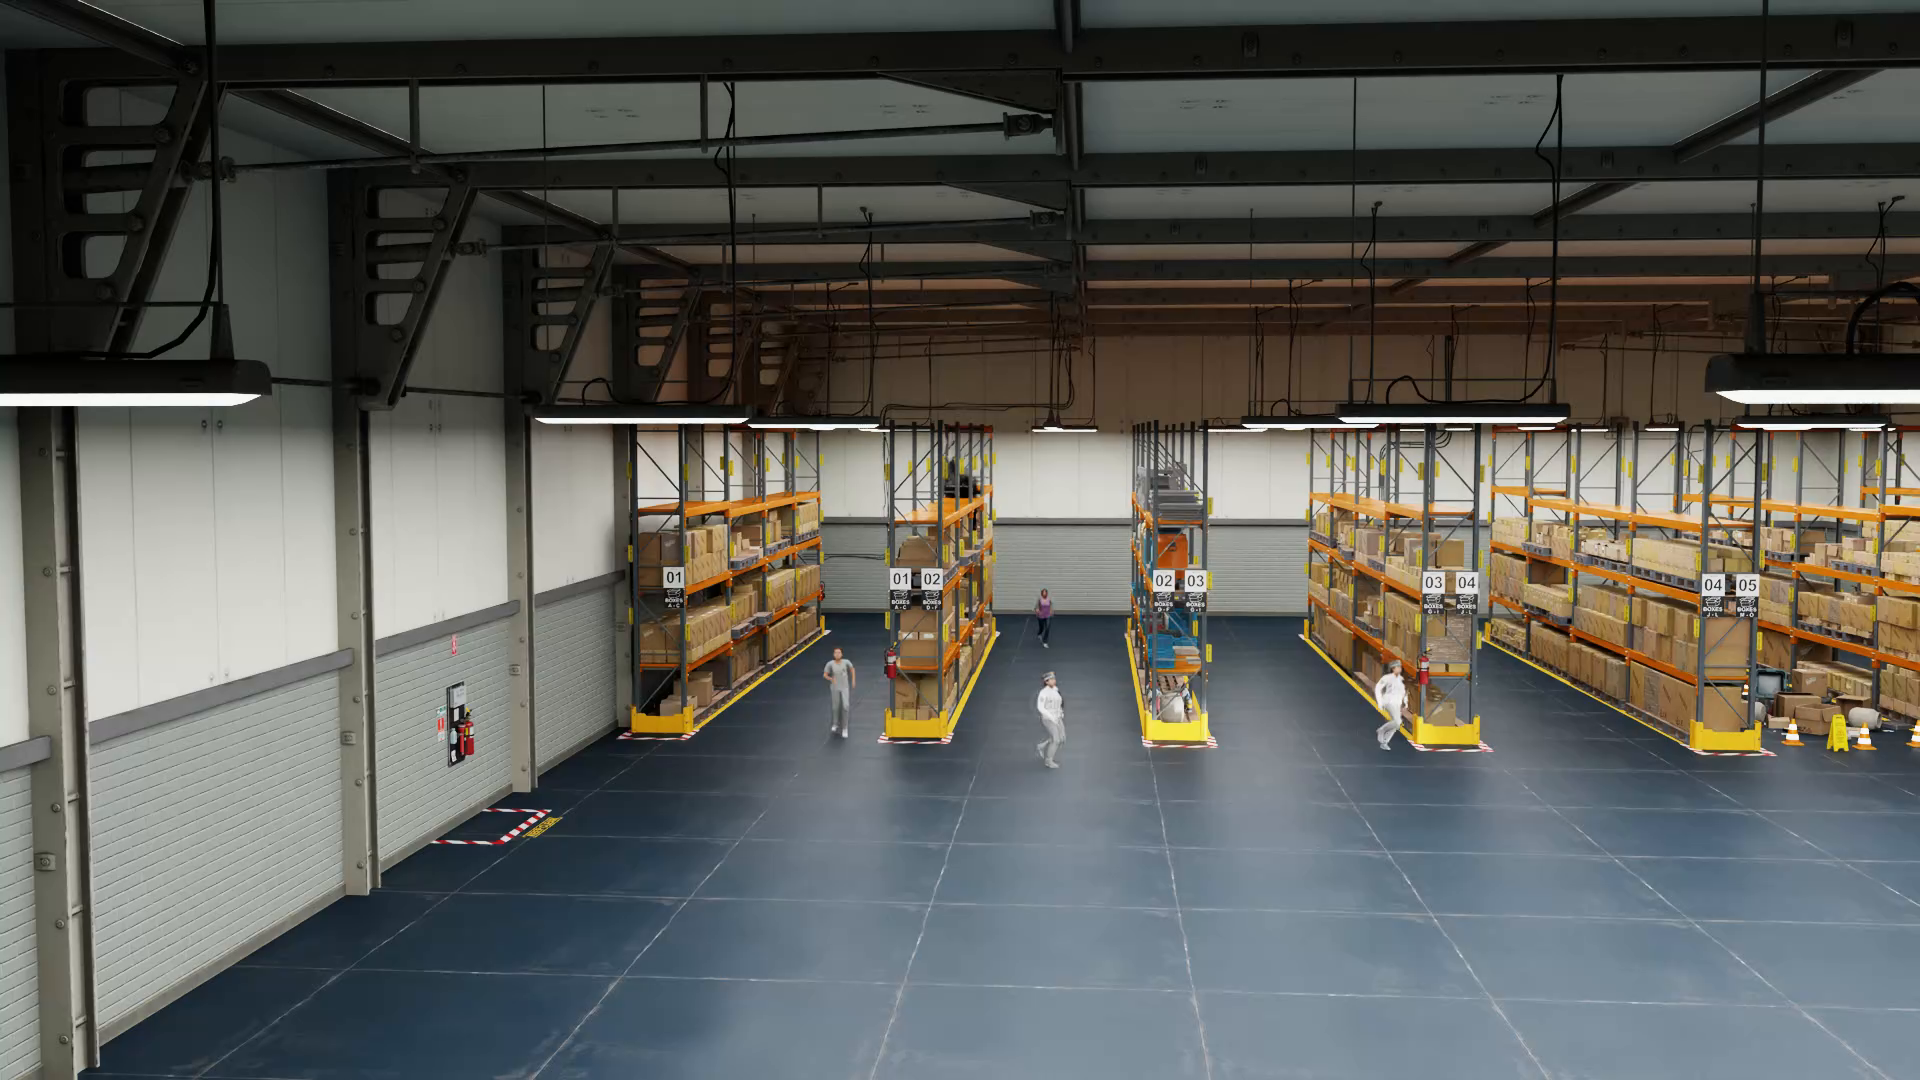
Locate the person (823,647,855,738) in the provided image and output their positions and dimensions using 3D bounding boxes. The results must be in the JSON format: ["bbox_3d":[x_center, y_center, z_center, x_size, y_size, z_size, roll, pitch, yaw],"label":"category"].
[{"bbox_3d":[-2.305,2.880,31.718,0.607,1.711,0.688,0,4,-7],"label":"person"}]

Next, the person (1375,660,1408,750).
[{"bbox_3d":[7.930,2.995,30.260,0.638,1.622,0.503,-2,4,-29],"label":"person"}]

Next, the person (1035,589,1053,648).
[{"bbox_3d":[2.269,2.098,45.078,0.530,1.575,0.751,-1,4,-10],"label":"person"}]

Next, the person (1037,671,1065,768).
[{"bbox_3d":[1.559,3.085,28.699,0.487,1.667,0.619,3,4,36],"label":"person"}]
